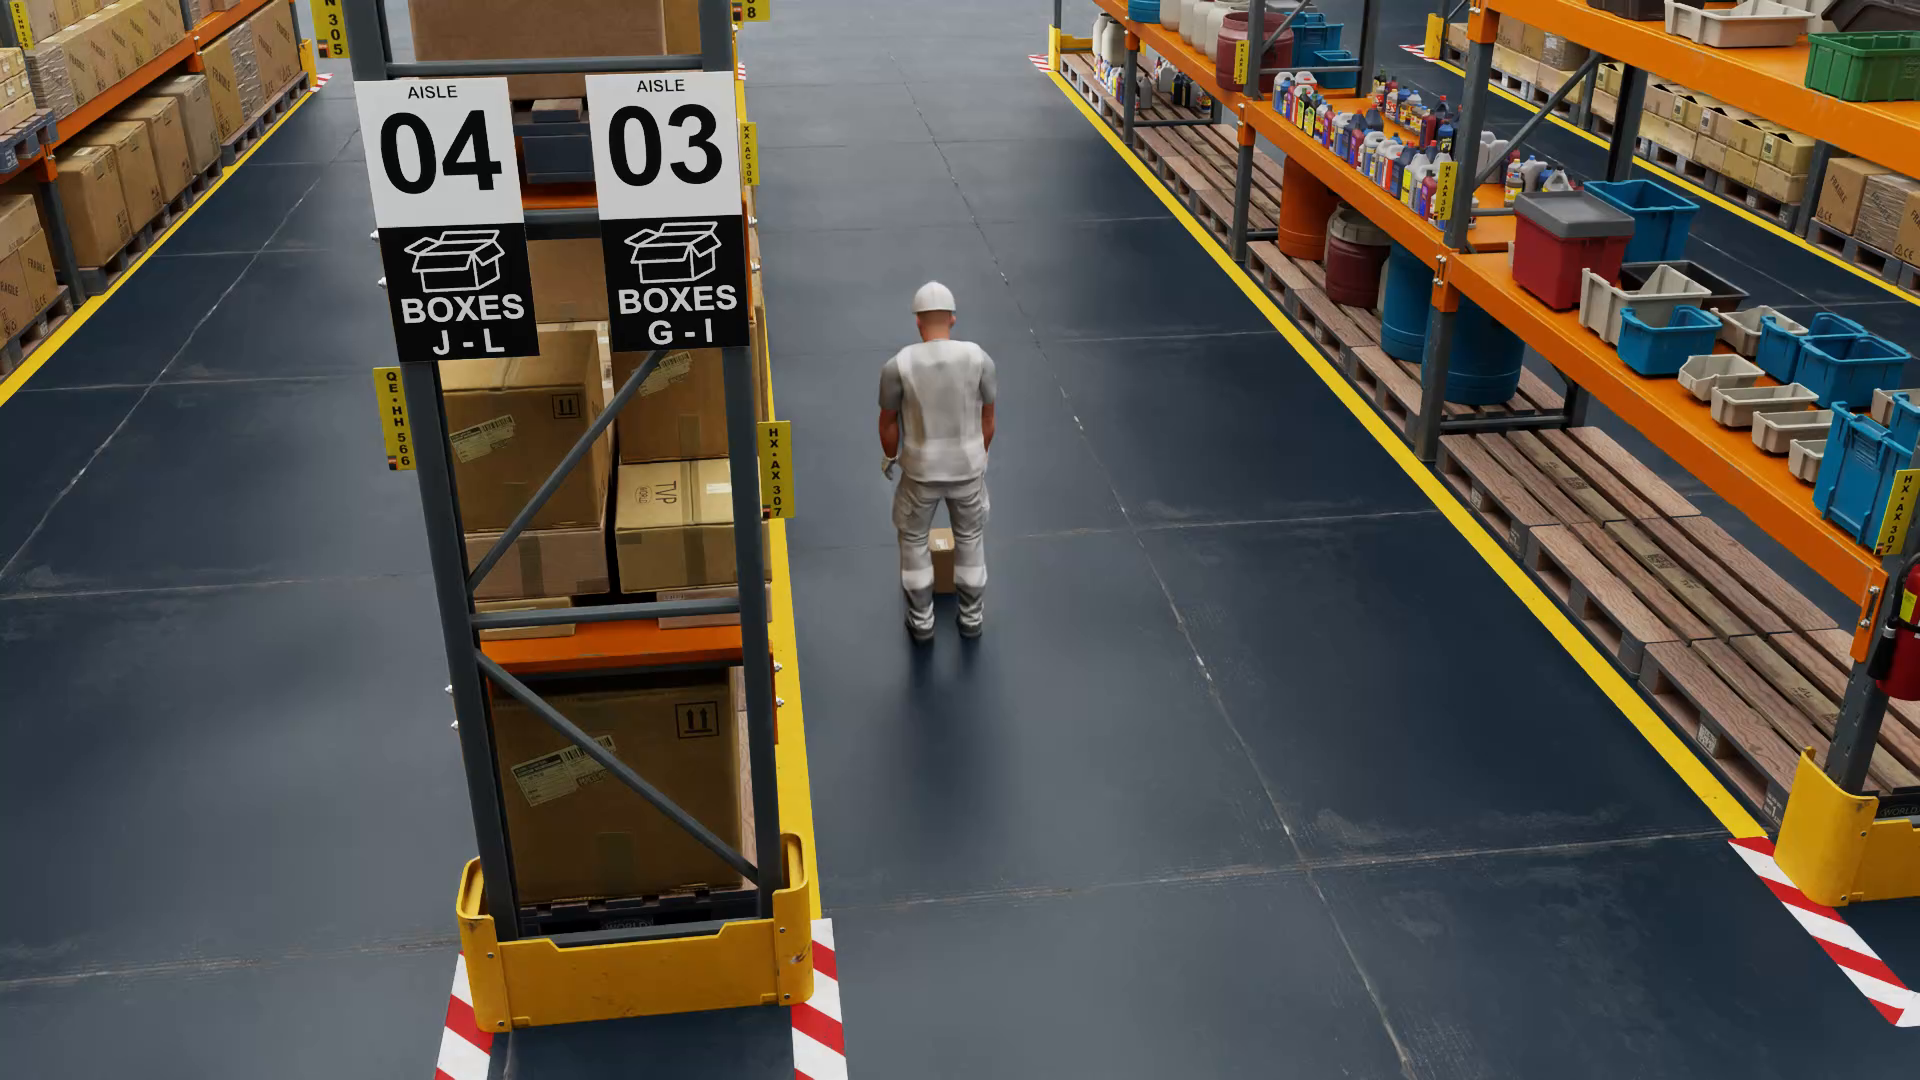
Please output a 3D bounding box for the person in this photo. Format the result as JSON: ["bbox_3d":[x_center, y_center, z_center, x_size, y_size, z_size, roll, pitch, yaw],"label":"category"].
[{"bbox_3d":[-0.109,-0.347,7.827,0.541,1.744,0.443,-3,27,-6],"label":"person"}]
